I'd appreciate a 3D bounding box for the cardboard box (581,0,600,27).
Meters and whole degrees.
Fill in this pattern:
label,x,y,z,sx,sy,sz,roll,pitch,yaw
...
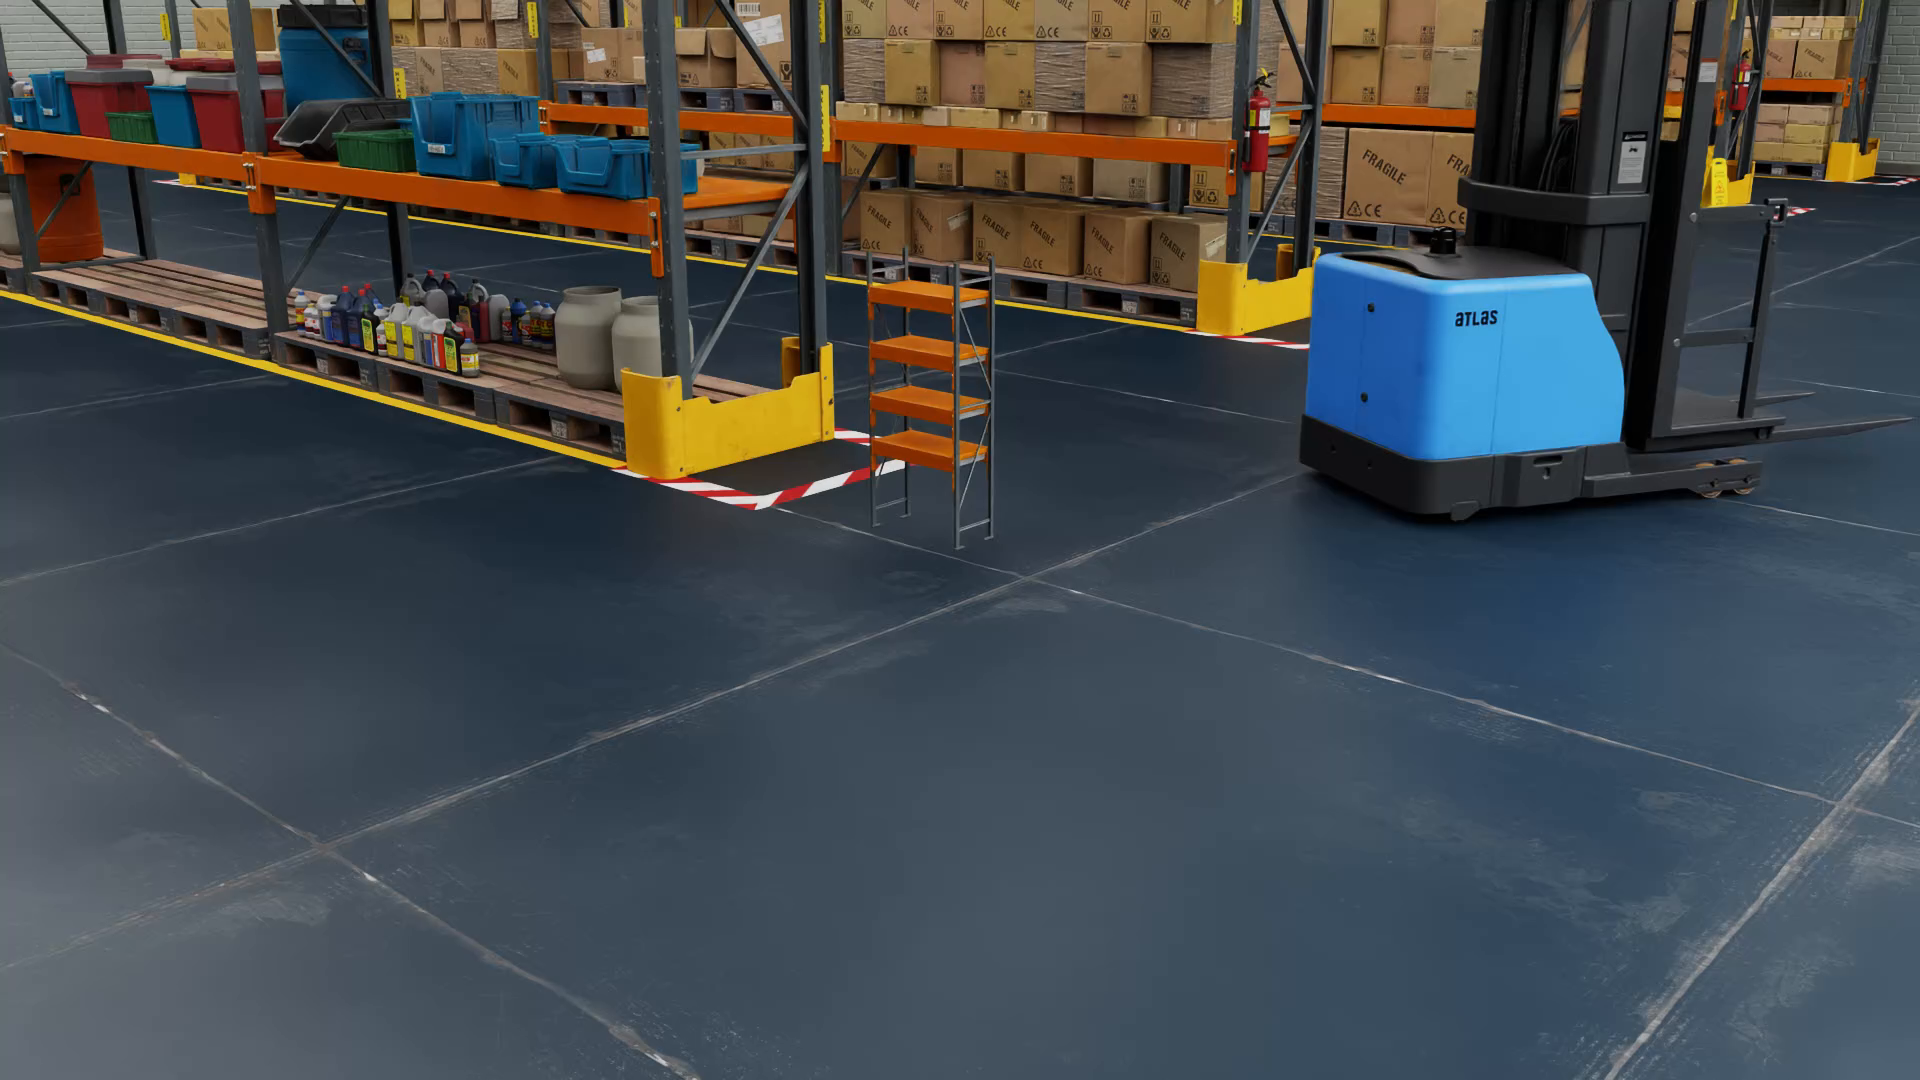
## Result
label,x,y,z,sx,sy,sz,roll,pitch,yaw
cardboard box,-5.080,-7.513,23.517,0.500,0.500,0.500,14,22,38

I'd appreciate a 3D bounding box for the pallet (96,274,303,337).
label,x,y,z,sx,sy,sz,roll,pitch,yaw
pallet,-5.589,-1.741,12.249,1.213,0.211,1.003,15,23,39

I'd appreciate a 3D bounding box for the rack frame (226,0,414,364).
label,x,y,z,sx,sy,sz,roll,pitch,yaw
rack frame,-4.059,-2.676,10.586,0.127,3.000,1.000,15,23,39

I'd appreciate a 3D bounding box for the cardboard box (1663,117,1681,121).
label,x,y,z,sx,sy,sz,roll,pitch,yaw
cardboard box,8.360,-4.712,19.612,0.500,0.500,0.500,14,22,37

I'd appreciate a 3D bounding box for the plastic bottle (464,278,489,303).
label,x,y,z,sx,sy,sz,roll,pitch,yaw
plastic bottle,-3.001,-1.456,10.392,0.185,0.351,0.144,15,23,39

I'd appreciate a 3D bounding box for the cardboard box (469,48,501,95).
label,x,y,z,sx,sy,sz,roll,pitch,yaw
cardboard box,-4.666,-4.792,17.088,0.500,0.500,0.500,15,23,39

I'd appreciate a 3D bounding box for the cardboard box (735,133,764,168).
label,x,y,z,sx,sy,sz,roll,pitch,yaw
cardboard box,-2.614,-5.200,21.975,0.500,0.500,0.500,16,24,42

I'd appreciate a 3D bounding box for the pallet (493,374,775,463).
label,x,y,z,sx,sy,sz,roll,pitch,yaw
pallet,-1.759,-0.713,9.009,1.213,0.211,1.003,15,23,39

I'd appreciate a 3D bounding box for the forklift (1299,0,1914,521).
label,x,y,z,sx,sy,sz,roll,pitch,yaw
forklift,3.220,-1.733,7.726,3.031,2.935,1.130,-6,19,-19

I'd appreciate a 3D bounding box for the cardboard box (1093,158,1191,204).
label,x,y,z,sx,sy,sz,roll,pitch,yaw
cardboard box,2.073,-4.131,18.194,0.750,0.750,1.050,15,23,39

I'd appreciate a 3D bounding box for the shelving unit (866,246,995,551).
label,x,y,z,sx,sy,sz,roll,pitch,yaw
shelving unit,-0.124,-0.605,7.035,0.503,1.200,0.258,15,23,39

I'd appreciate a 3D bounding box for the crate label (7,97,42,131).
label,x,y,z,sx,sy,sz,roll,pitch,yaw
crate label,-6.984,-3.230,12.608,0.416,0.233,0.303,15,23,39

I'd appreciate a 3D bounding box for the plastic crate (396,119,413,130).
label,x,y,z,sx,sy,sz,roll,pitch,yaw
plastic crate,-3.051,-2.445,10.102,0.616,0.251,0.499,15,23,39

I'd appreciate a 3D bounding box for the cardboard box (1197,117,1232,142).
label,x,y,z,sx,sy,sz,roll,pitch,yaw
cardboard box,1.870,-2.885,11.657,0.250,0.149,0.380,15,23,39

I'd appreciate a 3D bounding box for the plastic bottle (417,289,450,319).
label,x,y,z,sx,sy,sz,roll,pitch,yaw
plastic bottle,-3.322,-1.447,10.487,0.135,0.276,0.152,15,23,39

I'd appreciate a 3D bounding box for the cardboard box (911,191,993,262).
label,x,y,z,sx,sy,sz,roll,pitch,yaw
cardboard box,-0.065,-2.603,13.793,0.500,0.500,0.500,-10,20,-28

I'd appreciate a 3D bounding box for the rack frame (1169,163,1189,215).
label,x,y,z,sx,sy,sz,roll,pitch,yaw
rack frame,2.597,-4.899,17.589,0.127,3.000,1.000,15,23,39

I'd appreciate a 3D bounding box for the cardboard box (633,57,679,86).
label,x,y,z,sx,sy,sz,roll,pitch,yaw
cardboard box,-2.662,-4.340,15.382,0.500,0.250,0.500,14,22,38

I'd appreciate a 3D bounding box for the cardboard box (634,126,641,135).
label,x,y,z,sx,sy,sz,roll,pitch,yaw
cardboard box,-4.377,-5.803,23.473,0.250,0.149,0.380,16,24,41

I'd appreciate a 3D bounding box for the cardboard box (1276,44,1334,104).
label,x,y,z,sx,sy,sz,roll,pitch,yaw
cardboard box,3.633,-4.659,16.584,0.550,0.550,0.875,15,23,39

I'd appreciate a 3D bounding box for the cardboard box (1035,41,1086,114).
label,x,y,z,sx,sy,sz,roll,pitch,yaw
cardboard box,1.028,-3.483,12.472,0.500,0.500,0.875,15,23,39

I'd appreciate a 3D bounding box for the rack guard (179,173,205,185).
label,x,y,z,sx,sy,sz,roll,pitch,yaw
rack guard,-9.765,-5.020,22.102,0.348,0.500,1.175,15,23,39

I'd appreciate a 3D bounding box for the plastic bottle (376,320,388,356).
label,x,y,z,sx,sy,sz,roll,pitch,yaw
plastic bottle,-3.393,-1.196,9.821,0.097,0.201,0.097,0,18,0

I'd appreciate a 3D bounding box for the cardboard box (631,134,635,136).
label,x,y,z,sx,sy,sz,roll,pitch,yaw
cardboard box,-4.582,-5.700,23.641,0.250,0.149,0.380,16,23,41

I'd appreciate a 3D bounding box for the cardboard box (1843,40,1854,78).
label,x,y,z,sx,sy,sz,roll,pitch,yaw
cardboard box,11.904,-6.570,22.688,0.500,0.500,0.500,16,24,41

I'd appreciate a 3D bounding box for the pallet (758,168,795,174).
label,x,y,z,sx,sy,sz,roll,pitch,yaw
pallet,-1.887,-4.775,21.809,1.213,0.211,1.003,15,23,39

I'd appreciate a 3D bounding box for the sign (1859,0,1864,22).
label,x,y,z,sx,sy,sz,roll,pitch,yaw
sign,11.720,-6.904,21.603,0.005,0.325,0.100,15,23,39

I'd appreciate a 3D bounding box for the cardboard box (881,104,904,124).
label,x,y,z,sx,sy,sz,roll,pitch,yaw
cardboard box,-0.426,-3.469,13.499,0.250,0.149,0.380,15,23,39

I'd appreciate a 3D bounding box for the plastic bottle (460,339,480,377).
label,x,y,z,sx,sy,sz,roll,pitch,yaw
plastic bottle,-2.732,-1.019,9.261,0.097,0.201,0.097,0,18,0

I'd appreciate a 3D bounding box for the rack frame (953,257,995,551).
label,x,y,z,sx,sy,sz,roll,pitch,yaw
rack frame,0.059,-0.556,6.881,0.015,1.200,0.240,15,23,39

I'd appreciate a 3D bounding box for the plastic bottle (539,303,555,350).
label,x,y,z,sx,sy,sz,roll,pitch,yaw
plastic bottle,-2.473,-1.286,9.987,0.097,0.271,0.097,0,18,0

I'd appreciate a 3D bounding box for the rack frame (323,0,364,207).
label,x,y,z,sx,sy,sz,roll,pitch,yaw
rack frame,-6.755,-5.403,19.178,0.127,3.000,1.000,15,23,39

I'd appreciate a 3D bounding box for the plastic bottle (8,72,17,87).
label,x,y,z,sx,sy,sz,roll,pitch,yaw
plastic bottle,-8.314,-3.927,14.610,0.185,0.351,0.144,15,23,39

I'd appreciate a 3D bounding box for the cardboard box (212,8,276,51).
label,x,y,z,sx,sy,sz,roll,pitch,yaw
cardboard box,-8.801,-6.274,20.437,0.500,0.500,0.500,14,23,38

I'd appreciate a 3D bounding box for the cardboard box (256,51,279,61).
label,x,y,z,sx,sy,sz,roll,pitch,yaw
cardboard box,-8.406,-5.811,20.219,0.500,0.250,0.500,14,23,38

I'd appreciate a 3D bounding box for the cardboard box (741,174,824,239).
label,x,y,z,sx,sy,sz,roll,pitch,yaw
cardboard box,-1.560,-3.043,15.147,0.500,0.500,0.700,15,23,39

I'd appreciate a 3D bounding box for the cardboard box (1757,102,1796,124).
label,x,y,z,sx,sy,sz,roll,pitch,yaw
cardboard box,11.153,-5.849,22.781,0.500,0.250,0.500,16,23,40

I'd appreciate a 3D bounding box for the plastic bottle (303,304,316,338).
label,x,y,z,sx,sy,sz,roll,pitch,yaw
plastic bottle,-4.036,-1.369,10.364,0.097,0.201,0.097,0,18,0

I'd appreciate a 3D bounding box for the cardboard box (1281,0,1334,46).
label,x,y,z,sx,sy,sz,roll,pitch,yaw
cardboard box,3.651,-5.179,16.440,0.550,0.550,0.875,15,23,39

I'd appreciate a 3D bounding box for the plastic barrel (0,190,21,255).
label,x,y,z,sx,sy,sz,roll,pitch,yaw
plastic barrel,-7.910,-2.681,14.020,0.421,0.512,0.421,0,18,0

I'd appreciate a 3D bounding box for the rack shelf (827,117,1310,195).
label,x,y,z,sx,sy,sz,roll,pitch,yaw
rack shelf,0.725,-3.052,12.960,4.000,0.370,1.077,15,23,39

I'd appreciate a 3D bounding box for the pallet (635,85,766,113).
label,x,y,z,sx,sy,sz,roll,pitch,yaw
pallet,-2.255,-4.120,15.453,1.213,0.211,1.003,15,23,39

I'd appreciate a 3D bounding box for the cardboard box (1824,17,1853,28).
label,x,y,z,sx,sy,sz,roll,pitch,yaw
cardboard box,11.683,-6.883,22.110,0.250,0.149,0.380,15,23,39

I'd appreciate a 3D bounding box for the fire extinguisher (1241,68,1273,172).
label,x,y,z,sx,sy,sz,roll,pitch,yaw
fire extinguisher,2.000,-2.830,11.197,0.183,0.674,0.296,15,23,39

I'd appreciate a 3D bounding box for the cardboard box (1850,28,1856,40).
label,x,y,z,sx,sy,sz,roll,pitch,yaw
cardboard box,12.009,-6.843,22.478,0.250,0.149,0.380,14,23,38

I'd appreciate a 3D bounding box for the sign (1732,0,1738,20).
label,x,y,z,sx,sy,sz,roll,pitch,yaw
sign,8.415,-5.817,18.045,0.005,0.325,0.100,15,23,39

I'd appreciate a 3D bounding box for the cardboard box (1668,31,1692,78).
label,x,y,z,sx,sy,sz,roll,pitch,yaw
cardboard box,8.210,-5.472,18.738,0.500,0.500,0.500,15,23,38

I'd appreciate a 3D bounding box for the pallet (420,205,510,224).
label,x,y,z,sx,sy,sz,roll,pitch,yaw
pallet,-5.211,-3.691,18.394,1.213,0.211,1.003,15,23,39

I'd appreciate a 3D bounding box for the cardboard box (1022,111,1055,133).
label,x,y,z,sx,sy,sz,roll,pitch,yaw
cardboard box,0.679,-3.162,12.531,0.250,0.149,0.380,15,23,39

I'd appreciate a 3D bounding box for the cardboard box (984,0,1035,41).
label,x,y,z,sx,sy,sz,roll,pitch,yaw
cardboard box,0.526,-4.017,12.499,0.500,0.500,0.500,15,23,39

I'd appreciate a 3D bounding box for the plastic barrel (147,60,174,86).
label,x,y,z,sx,sy,sz,roll,pitch,yaw
plastic barrel,-5.824,-3.290,12.335,0.421,0.512,0.421,0,18,0

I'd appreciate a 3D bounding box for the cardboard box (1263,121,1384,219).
label,x,y,z,sx,sy,sz,roll,pitch,yaw
cardboard box,3.697,-3.764,16.831,0.875,0.875,0.875,15,23,40

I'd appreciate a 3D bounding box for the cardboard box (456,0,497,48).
label,x,y,z,sx,sy,sz,roll,pitch,yaw
cardboard box,-4.785,-5.408,17.369,0.637,0.503,0.797,16,23,40
